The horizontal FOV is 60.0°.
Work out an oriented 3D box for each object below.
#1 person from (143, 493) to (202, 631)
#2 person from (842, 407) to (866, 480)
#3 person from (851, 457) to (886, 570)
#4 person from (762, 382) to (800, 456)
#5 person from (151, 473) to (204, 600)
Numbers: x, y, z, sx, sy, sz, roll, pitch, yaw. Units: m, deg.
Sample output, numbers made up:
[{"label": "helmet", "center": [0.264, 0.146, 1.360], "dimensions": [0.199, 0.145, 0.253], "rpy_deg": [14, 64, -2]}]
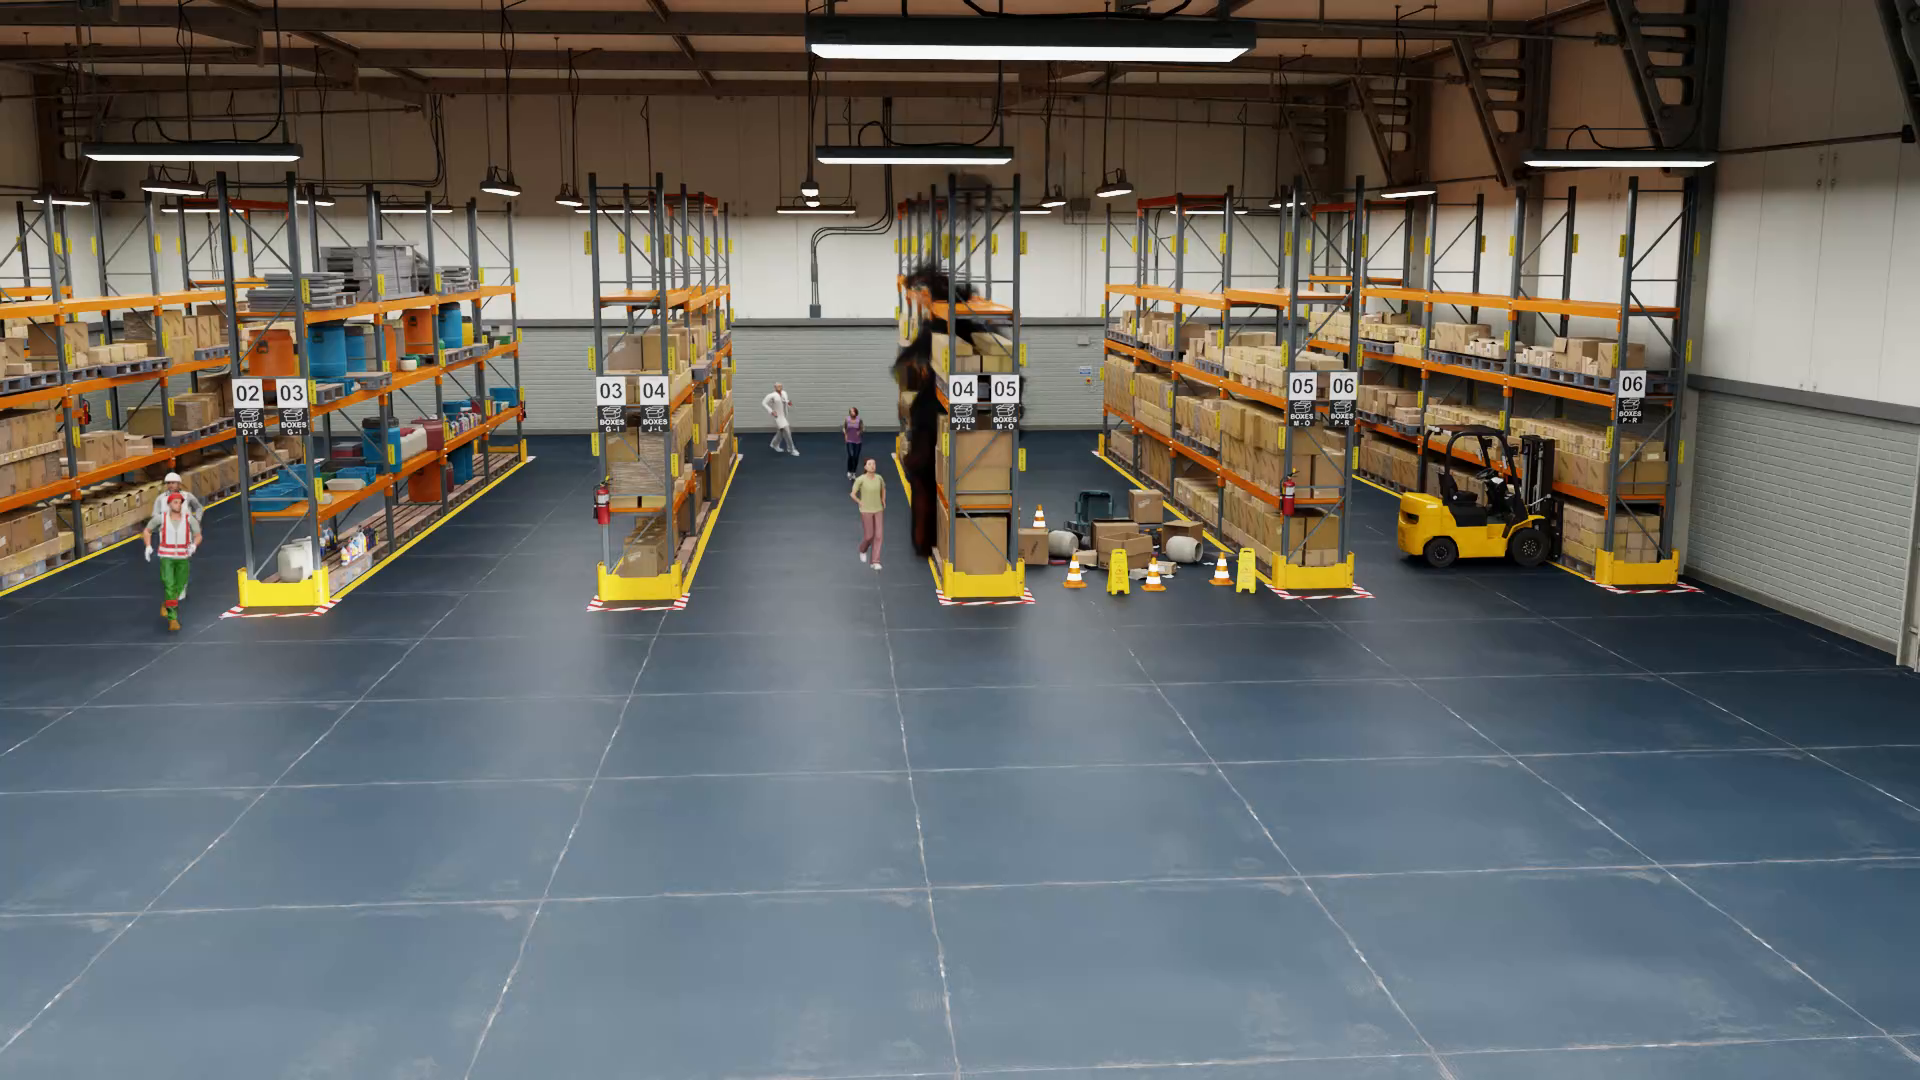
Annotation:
[{"label": "person", "center": [-10.464, 0.261, 22.178], "dimensions": [0.716, 1.763, 0.860], "rpy_deg": [-7, 12, -34]}, {"label": "person", "center": [-2.288, -2.084, 35.950], "dimensions": [0.510, 1.592, 0.647], "rpy_deg": [-1, 10, -4]}, {"label": "person", "center": [-1.302, -0.407, 24.619], "dimensions": [0.578, 1.637, 0.690], "rpy_deg": [-4, 11, -22]}, {"label": "person", "center": [-4.384, -2.932, 40.254], "dimensions": [0.907, 1.791, 0.711], "rpy_deg": [6, 11, 29]}, {"label": "person", "center": [-11.346, -0.093, 24.136], "dimensions": [0.679, 1.795, 0.846], "rpy_deg": [-2, 10, -13]}]
